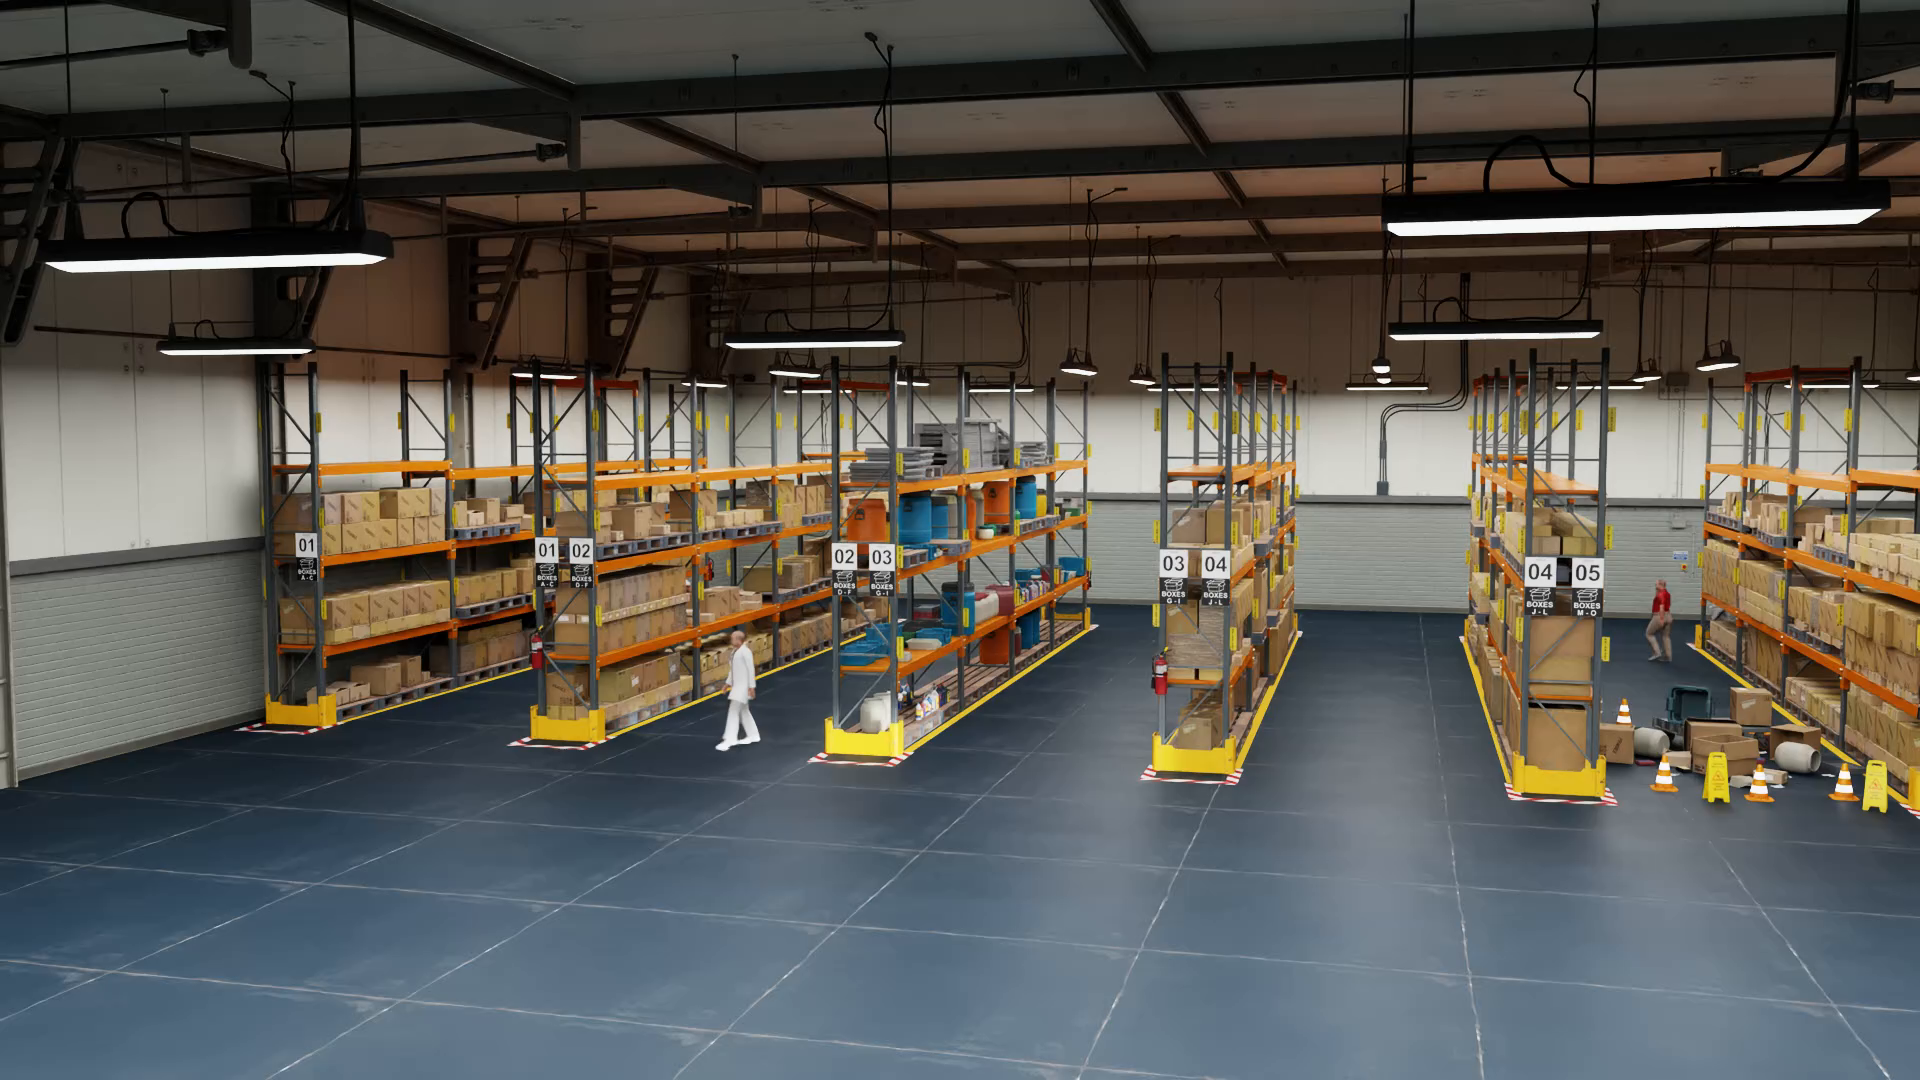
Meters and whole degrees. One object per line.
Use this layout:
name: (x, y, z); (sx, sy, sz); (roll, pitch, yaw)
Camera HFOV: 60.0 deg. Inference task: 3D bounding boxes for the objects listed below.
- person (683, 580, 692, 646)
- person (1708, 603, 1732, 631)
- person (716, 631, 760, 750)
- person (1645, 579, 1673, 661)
person: (-5.723, 1.690, 34.506); (0.536, 1.722, 1.069); (1, 4, 18)
person: (17.471, 1.493, 38.155); (1.023, 1.629, 0.485); (1, 4, 9)
person: (-3.477, 2.302, 25.785); (0.793, 1.777, 0.663); (-2, 4, -23)
person: (14.714, 1.687, 34.811); (0.535, 1.720, 0.528); (-2, 4, -26)
